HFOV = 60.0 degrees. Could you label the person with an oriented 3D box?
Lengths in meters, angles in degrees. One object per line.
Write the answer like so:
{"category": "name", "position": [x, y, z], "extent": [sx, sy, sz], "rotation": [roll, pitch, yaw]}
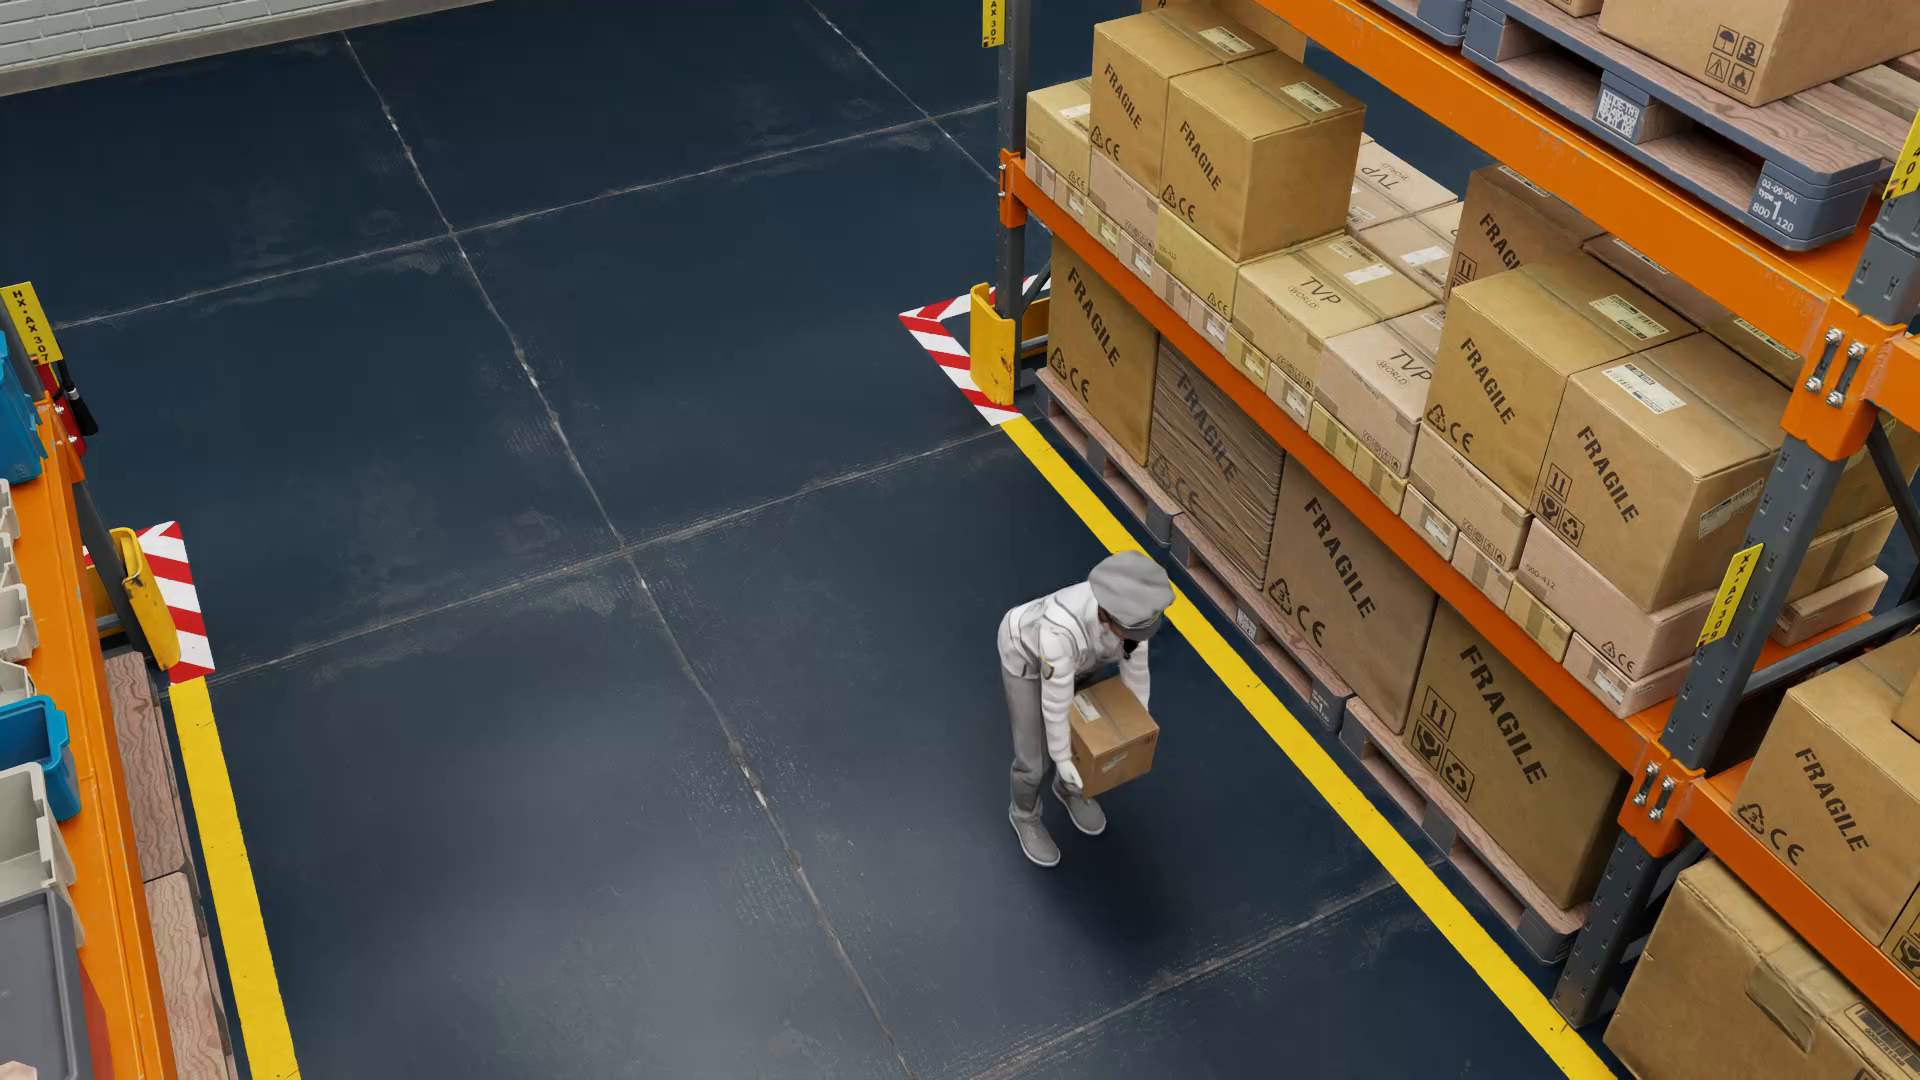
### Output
{"category": "person", "position": [0.415, 0.555, 5.638], "extent": [0.405, 1.530, 0.686], "rotation": [-20, 45, -21]}
